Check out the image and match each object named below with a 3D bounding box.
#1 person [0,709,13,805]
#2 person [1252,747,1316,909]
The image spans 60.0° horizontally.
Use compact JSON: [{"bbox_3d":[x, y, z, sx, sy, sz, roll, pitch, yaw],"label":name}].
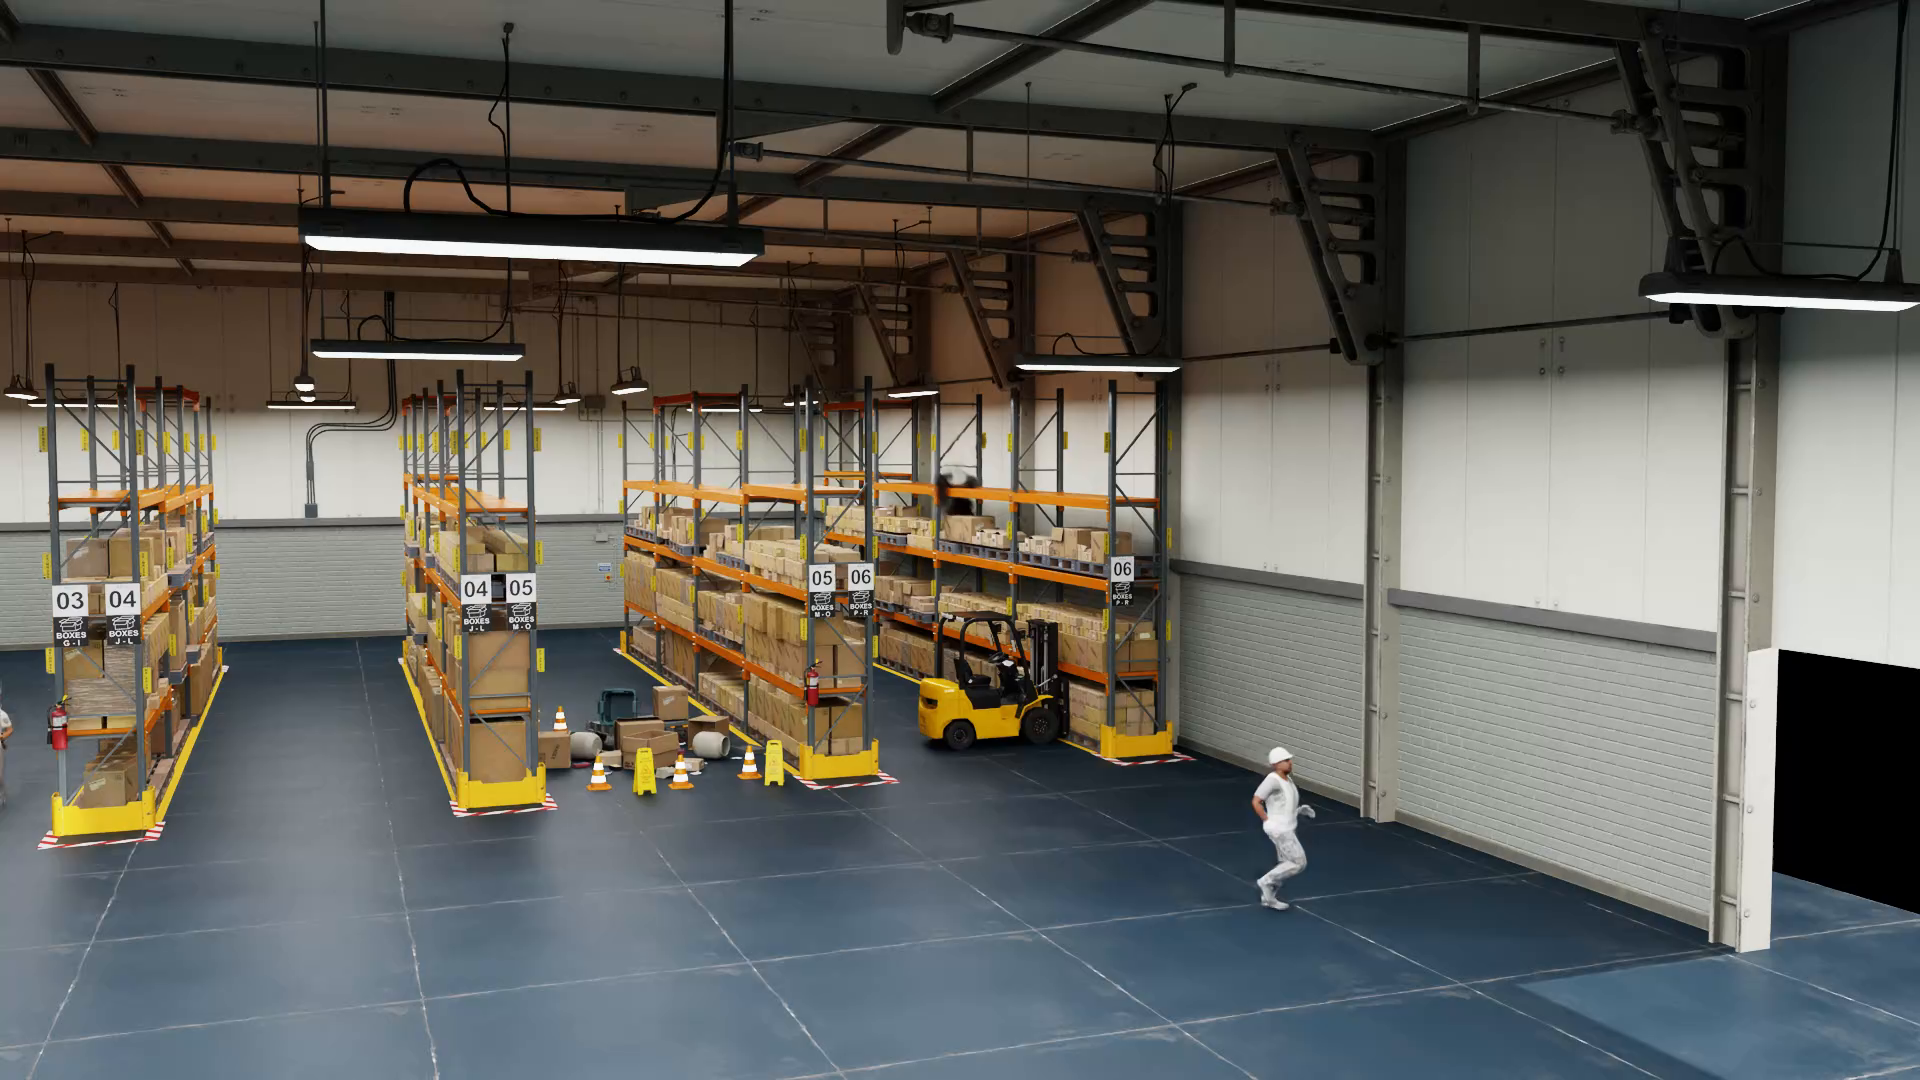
[{"bbox_3d":[-13.142,2.859,22.463,0.627,1.658,0.808,-1,4,-22],"label":"person"},{"bbox_3d":[3.481,3.087,17.754,0.597,1.739,0.675,2,4,24],"label":"person"}]
